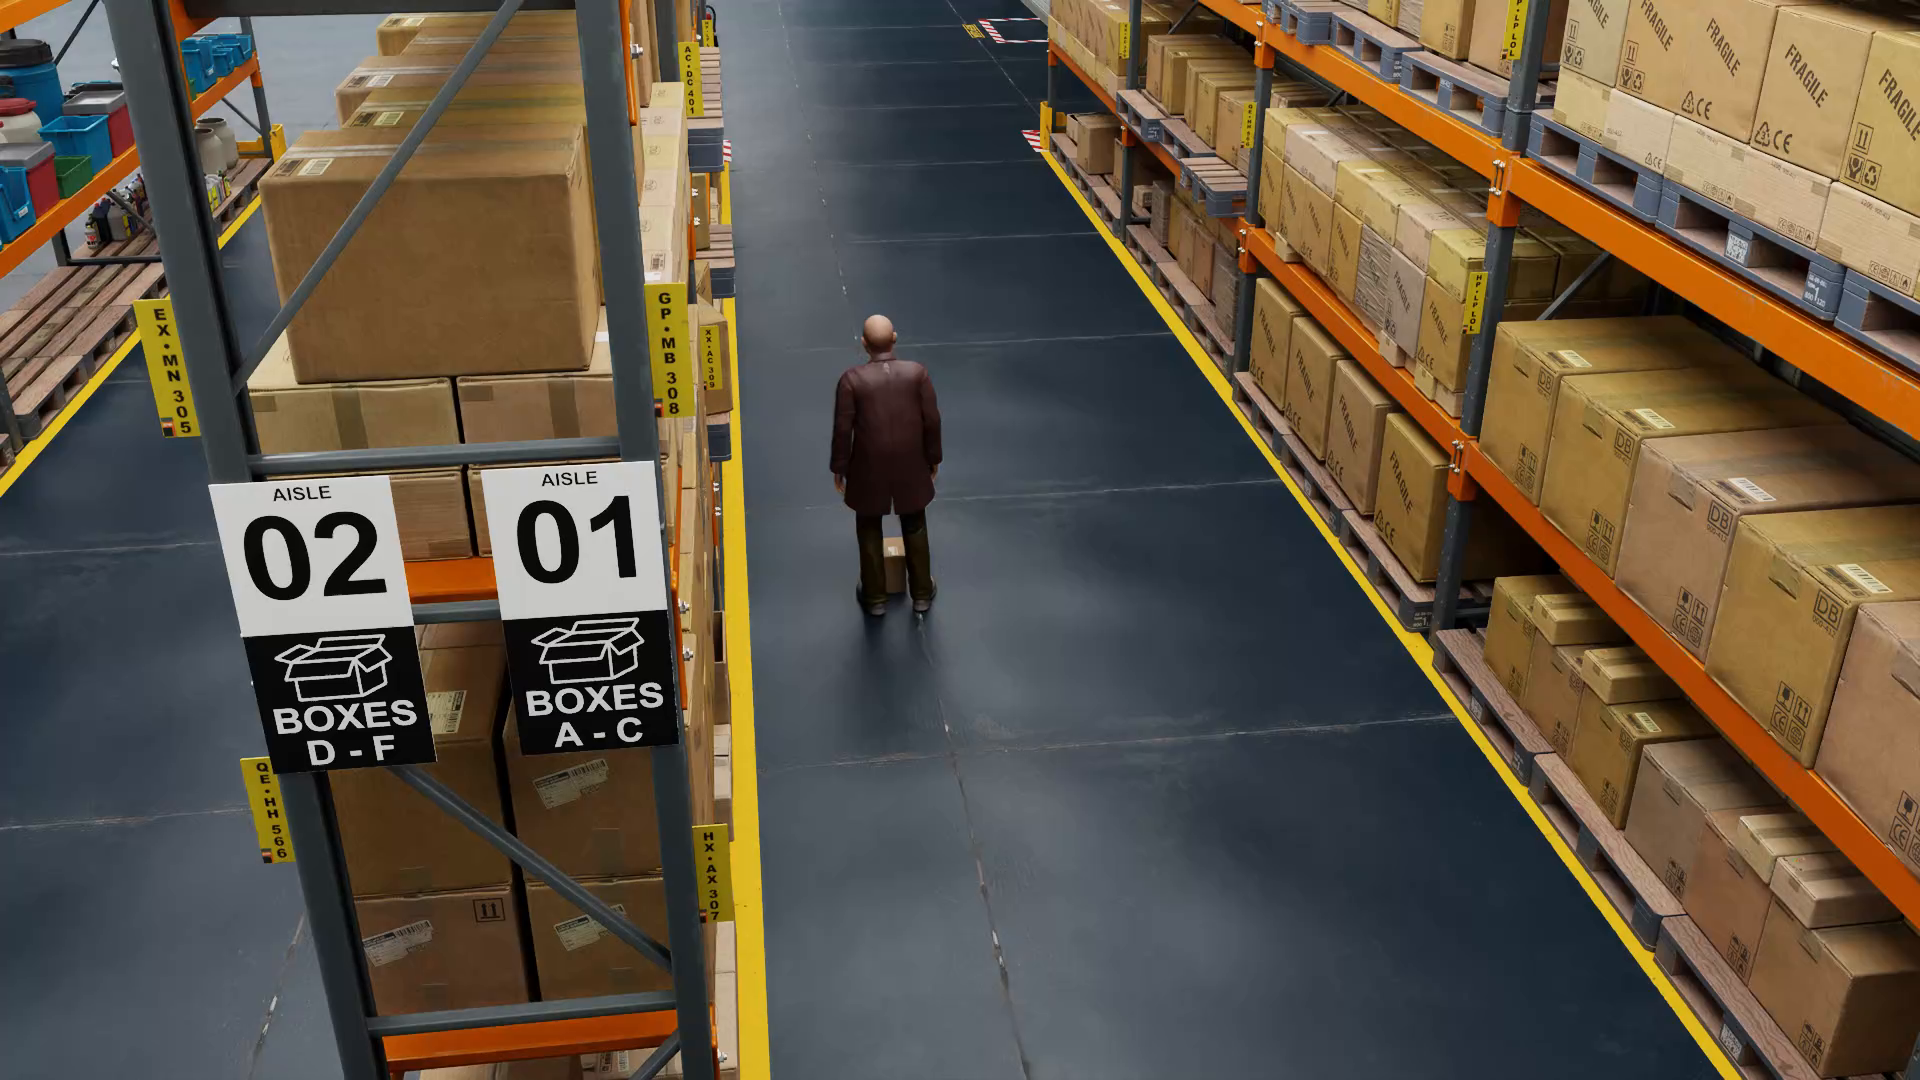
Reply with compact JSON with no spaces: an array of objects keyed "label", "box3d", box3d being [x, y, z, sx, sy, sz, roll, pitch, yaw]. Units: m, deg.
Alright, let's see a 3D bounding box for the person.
[{"label":"person","box3d":[-0.420,-0.418,9.462,0.652,1.773,0.430,-5,27,-10]}]
